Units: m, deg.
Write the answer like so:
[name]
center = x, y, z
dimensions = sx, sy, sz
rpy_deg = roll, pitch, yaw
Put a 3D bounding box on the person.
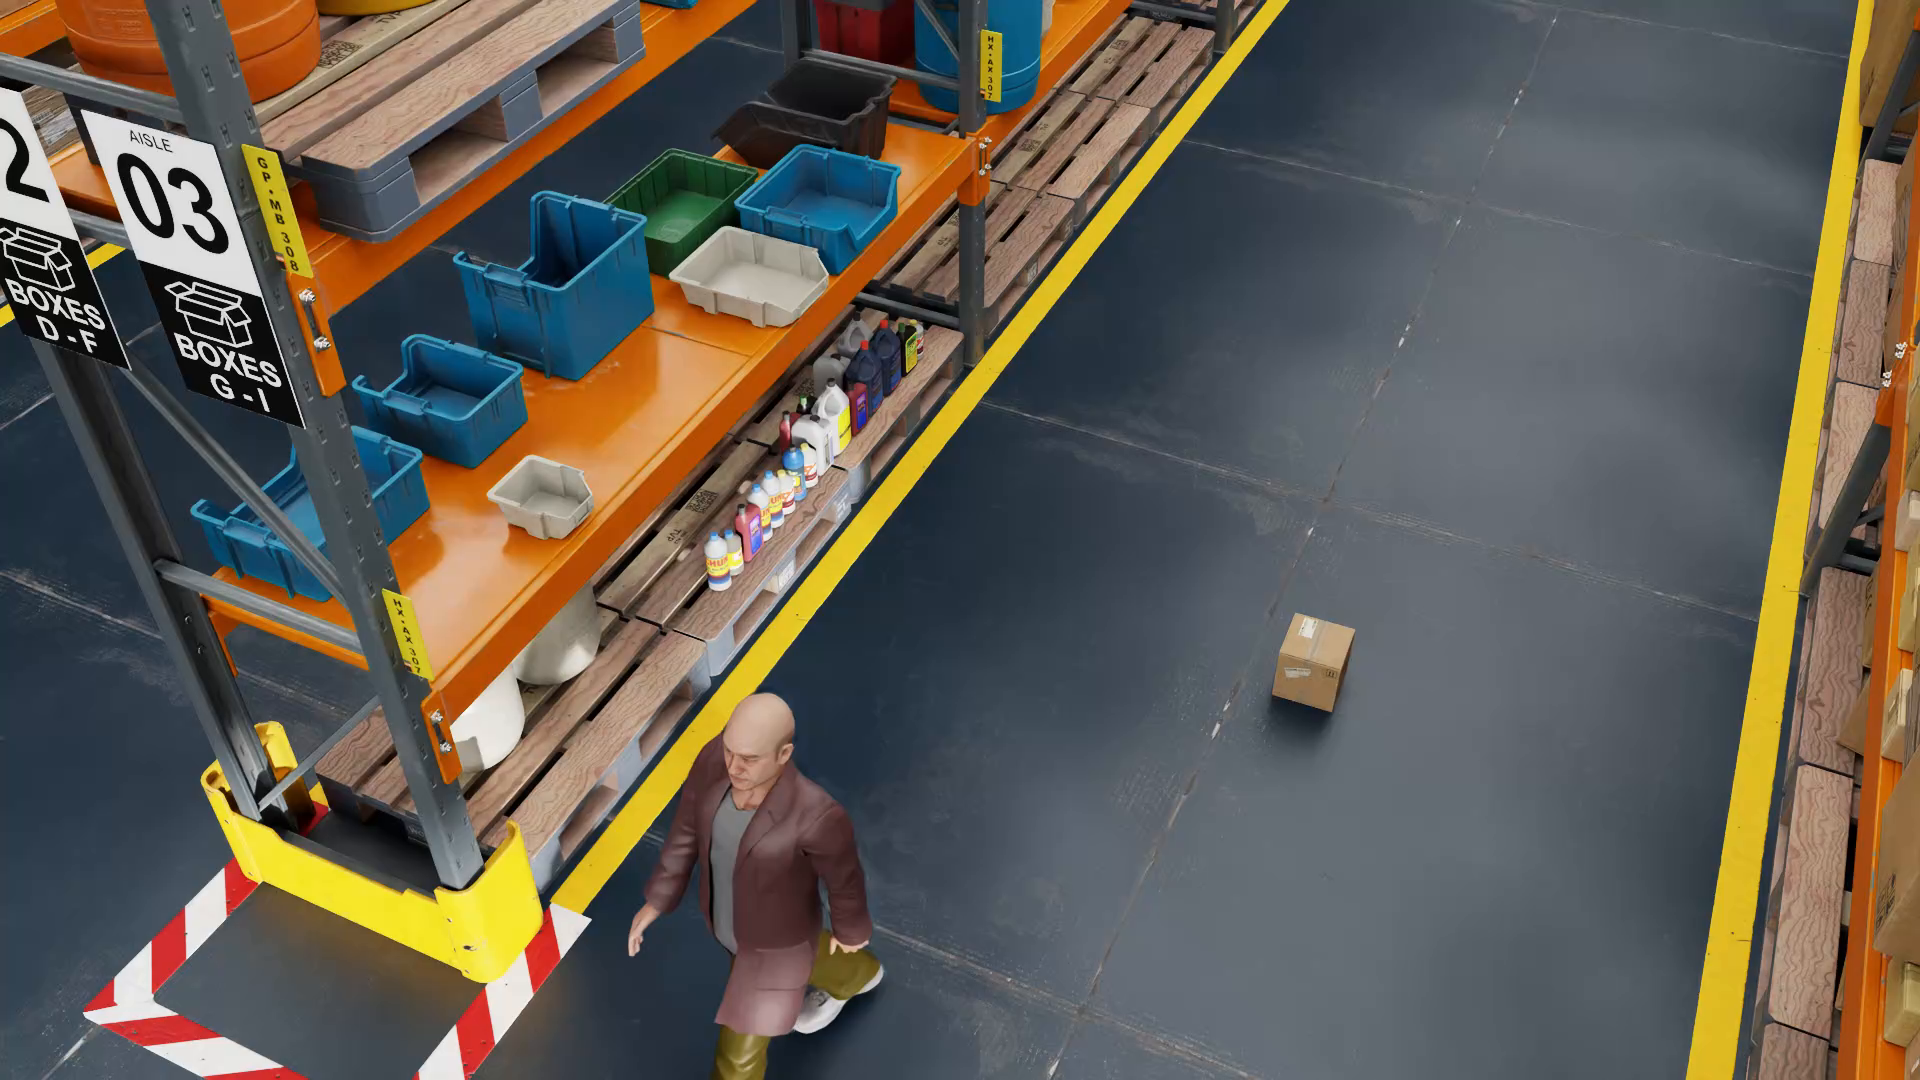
[person]
center = -0.644, 1.136, 4.876
dimensions = 1.119, 1.715, 0.571
rpy_deg = -33, 51, -31
